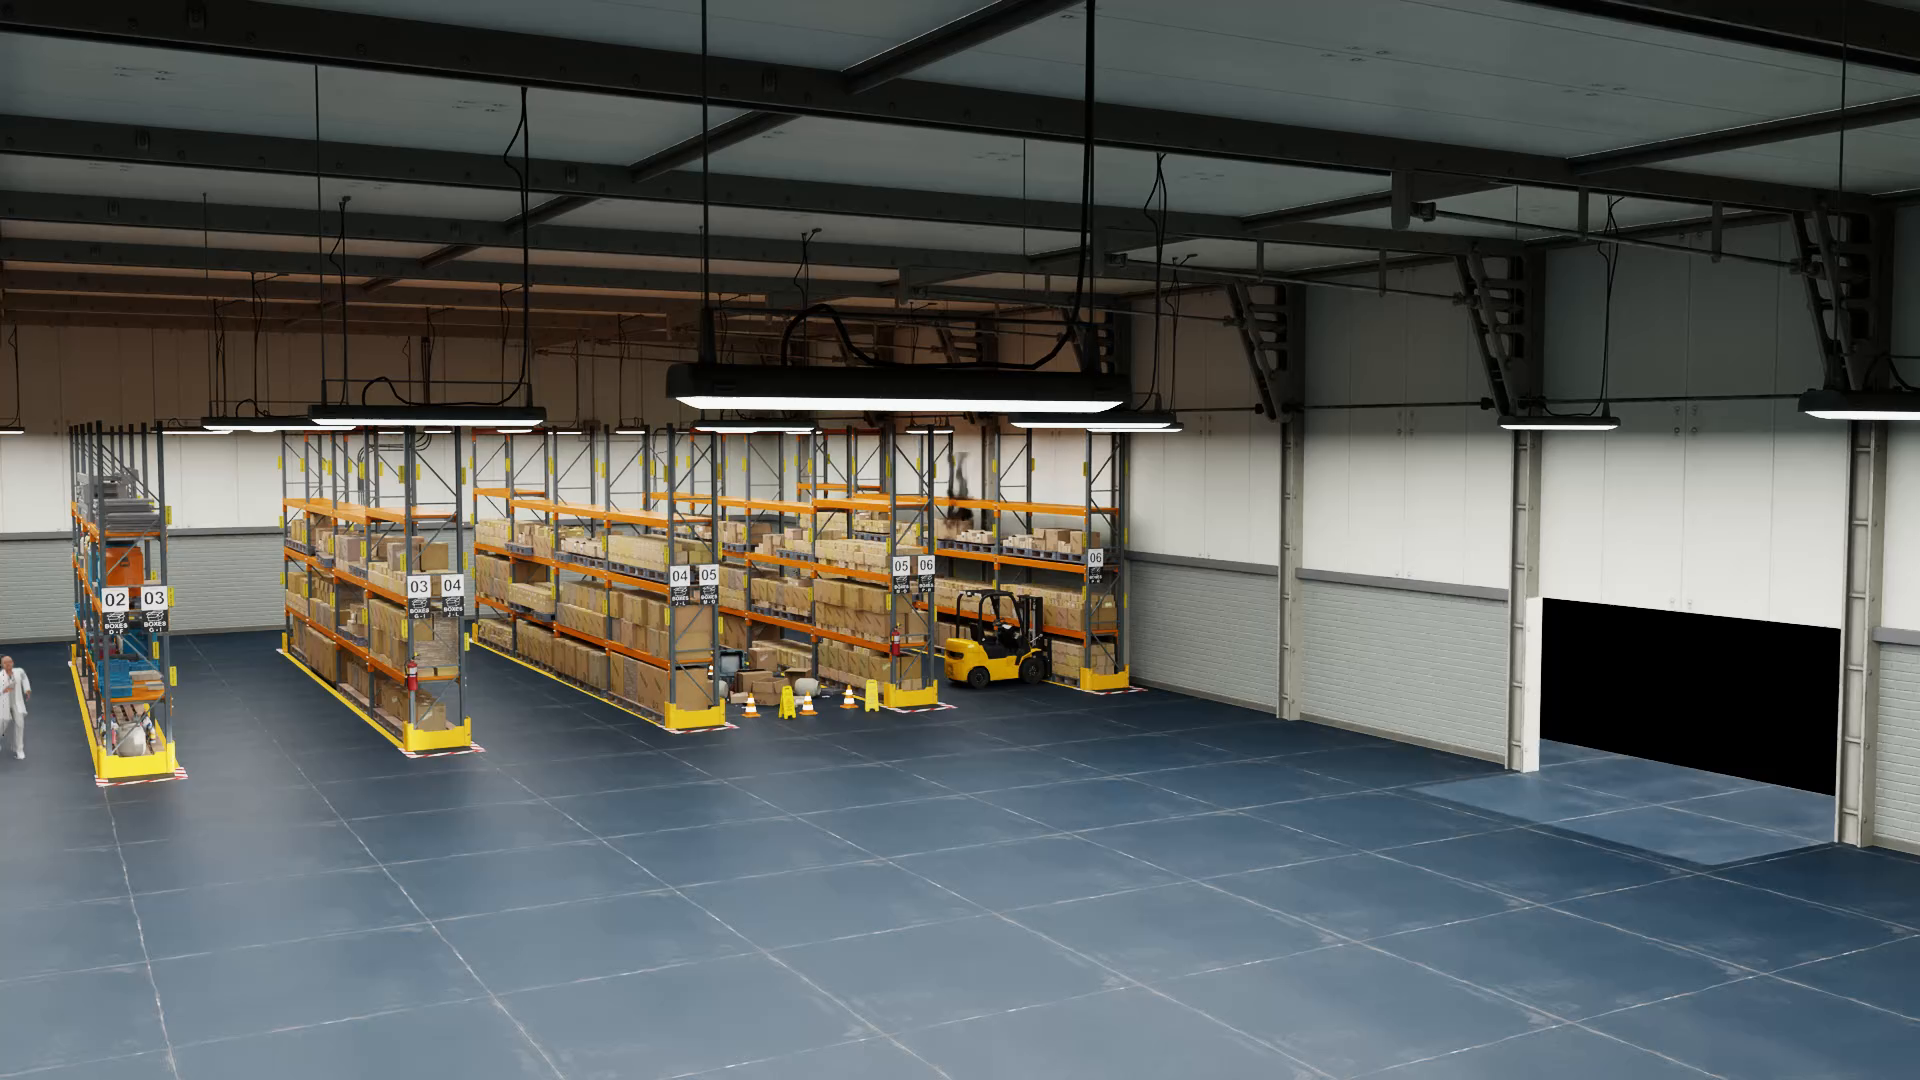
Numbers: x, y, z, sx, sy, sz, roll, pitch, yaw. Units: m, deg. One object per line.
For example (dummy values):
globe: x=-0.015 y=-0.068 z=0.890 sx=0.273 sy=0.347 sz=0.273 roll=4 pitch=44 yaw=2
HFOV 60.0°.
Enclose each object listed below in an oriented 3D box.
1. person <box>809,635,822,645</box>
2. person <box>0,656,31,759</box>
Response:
person: x=-4.002 y=2.212 z=45.295 sx=0.610 sy=1.498 sz=1.022 roll=-2 pitch=4 yaw=-24
person: x=-17.084 y=2.988 z=29.870 sx=0.728 sy=1.829 sz=1.002 roll=-3 pitch=5 yaw=-43
